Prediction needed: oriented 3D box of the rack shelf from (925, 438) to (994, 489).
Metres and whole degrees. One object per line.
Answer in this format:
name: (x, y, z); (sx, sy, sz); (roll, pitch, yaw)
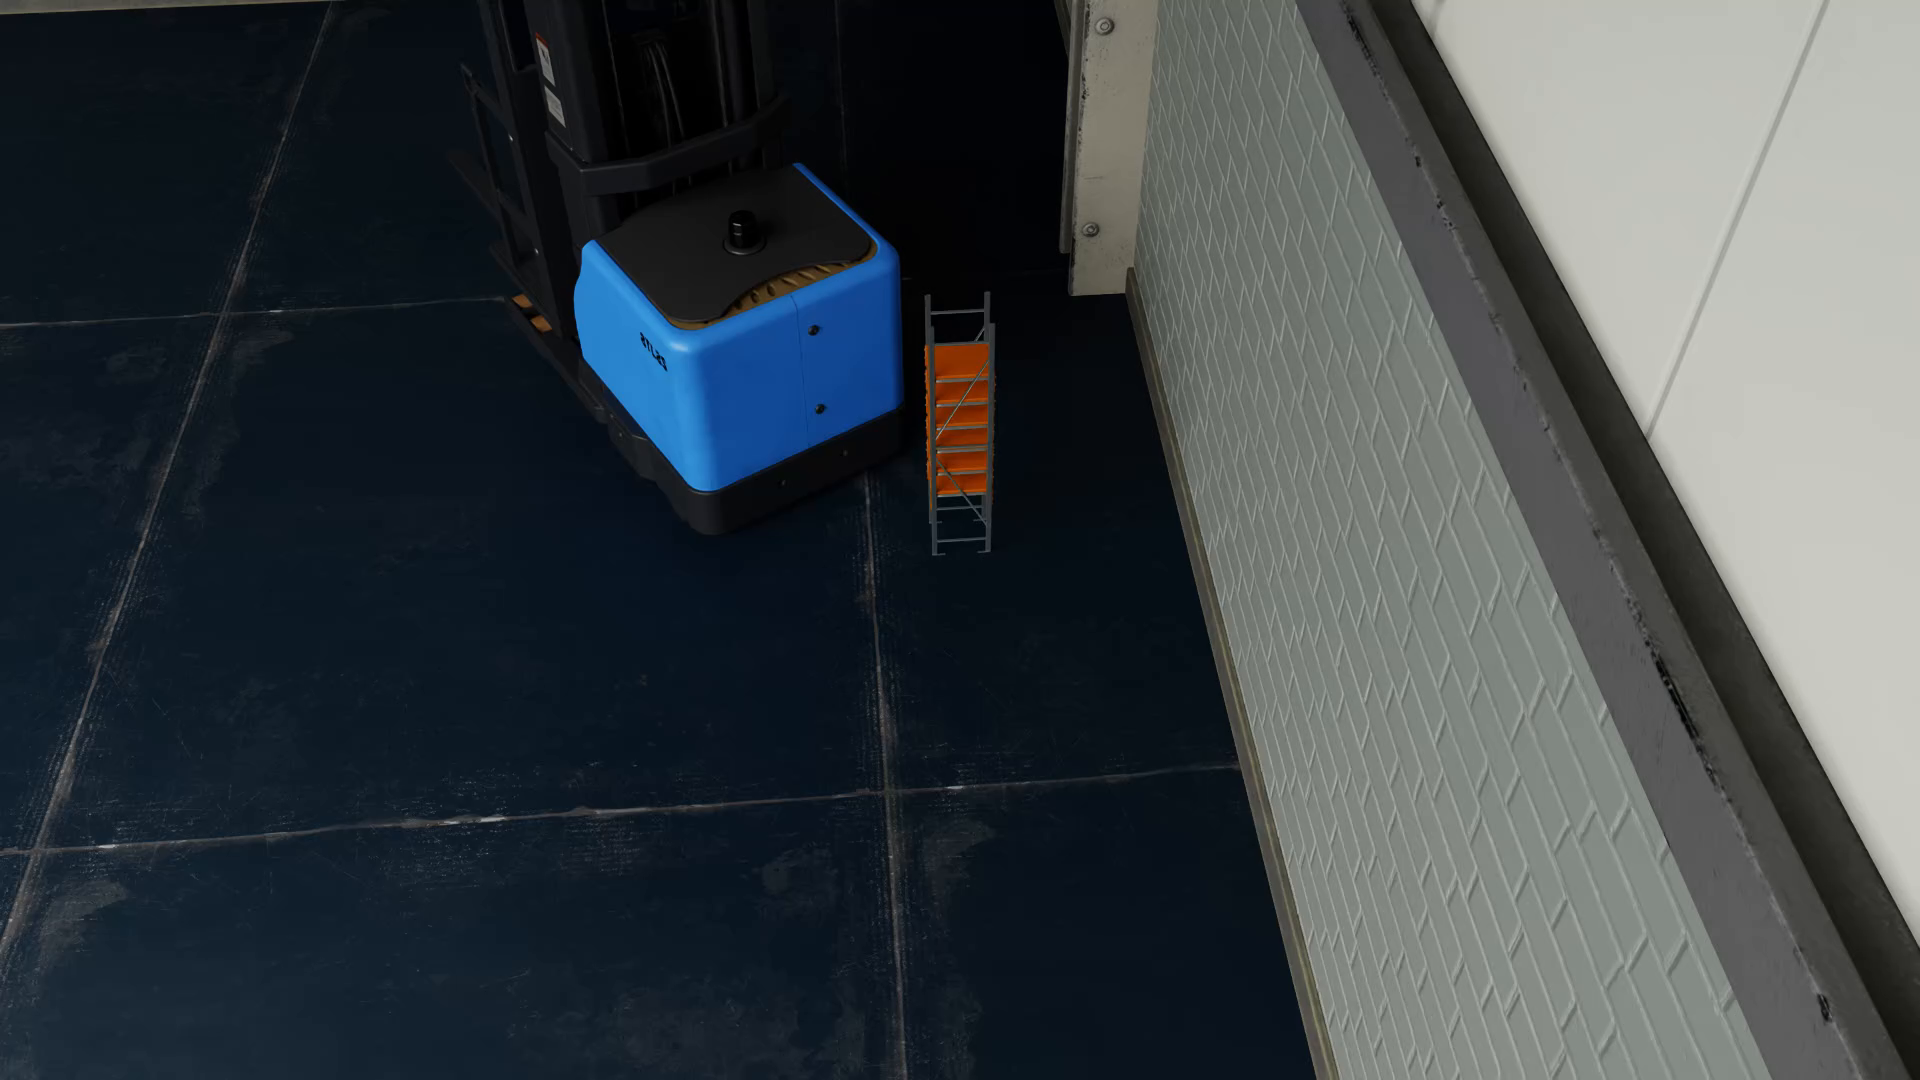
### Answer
rack shelf: (-0.001, -0.310, 6.580); (0.258, 0.103, 0.180); (-3, 47, -3)

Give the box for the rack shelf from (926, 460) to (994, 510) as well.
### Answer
rack shelf: (-0.001, -0.227, 6.667); (0.258, 0.103, 0.180); (-3, 47, -3)

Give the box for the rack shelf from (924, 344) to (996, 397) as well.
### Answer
rack shelf: (-0.001, -0.640, 6.232); (0.258, 0.103, 0.180); (-3, 47, -3)

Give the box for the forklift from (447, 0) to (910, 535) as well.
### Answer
forklift: (-1.471, -2.066, 6.825); (1.130, 2.935, 3.031); (-27, 52, -23)

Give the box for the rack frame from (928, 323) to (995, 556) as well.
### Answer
rack frame: (0.006, -0.357, 6.398); (0.240, 1.200, 0.006); (-3, 47, -3)

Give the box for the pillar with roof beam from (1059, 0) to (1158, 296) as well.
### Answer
pillar with roof beam: (-3.627, -4.161, 4.629); (9.100, 9.000, 0.400); (-3, 47, -3)

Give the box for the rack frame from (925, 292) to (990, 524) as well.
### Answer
rack frame: (-0.009, -0.489, 6.523); (0.240, 1.200, 0.006); (-3, 47, -3)

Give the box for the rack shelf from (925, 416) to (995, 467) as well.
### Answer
rack shelf: (-0.001, -0.392, 6.493); (0.258, 0.103, 0.180); (-3, 47, -3)

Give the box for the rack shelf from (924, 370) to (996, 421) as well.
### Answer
rack shelf: (-0.001, -0.558, 6.319); (0.258, 0.103, 0.180); (-3, 47, -3)

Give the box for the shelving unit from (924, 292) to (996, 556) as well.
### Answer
shelving unit: (-0.001, -0.423, 6.461); (0.258, 1.200, 0.189); (-3, 47, -3)

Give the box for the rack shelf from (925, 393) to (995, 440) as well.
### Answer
rack shelf: (-0.001, -0.475, 6.406); (0.258, 0.103, 0.180); (-3, 47, -3)
